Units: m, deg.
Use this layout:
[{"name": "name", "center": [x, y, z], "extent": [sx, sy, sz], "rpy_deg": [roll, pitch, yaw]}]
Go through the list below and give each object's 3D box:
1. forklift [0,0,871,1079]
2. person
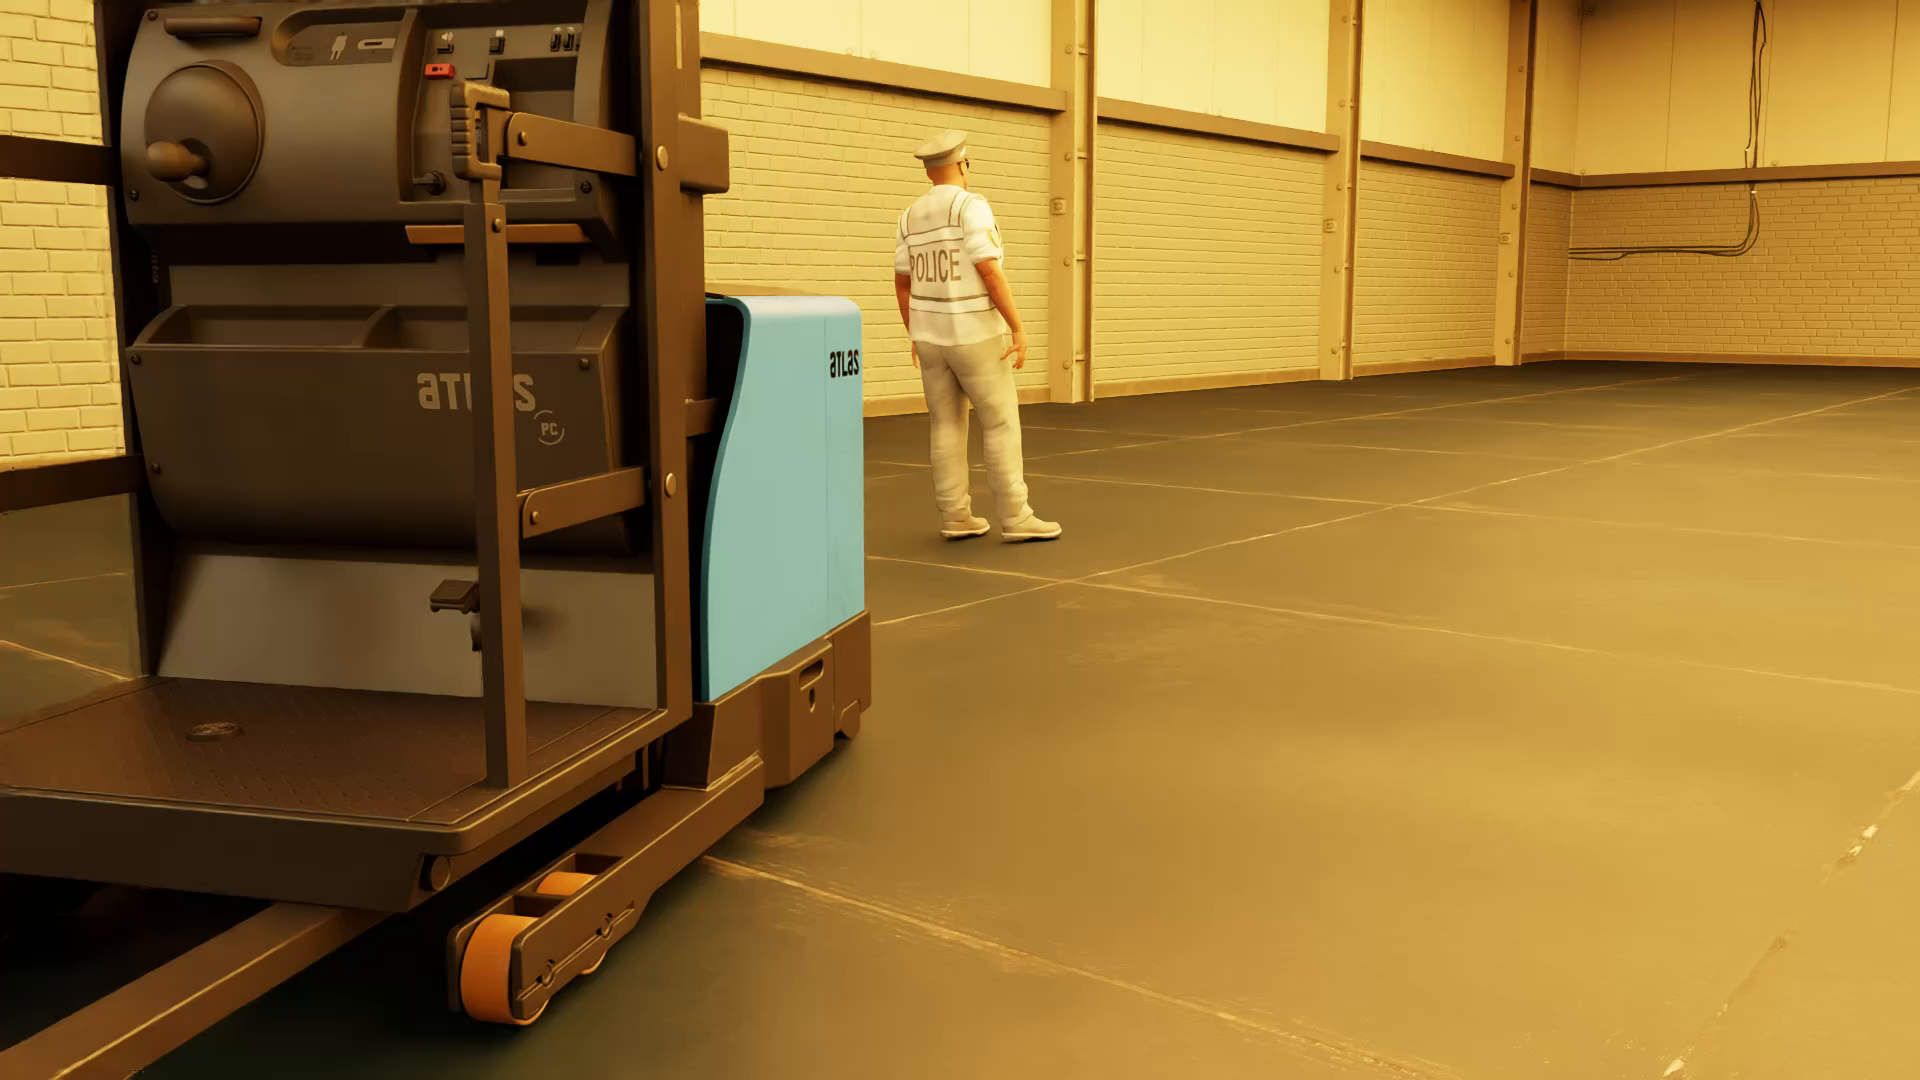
[{"name": "forklift", "center": [-1.082, -0.789, 2.673], "extent": [1.130, 2.935, 3.031], "rpy_deg": [2, 9, 14]}, {"name": "person", "center": [0.058, -0.895, 7.327], "extent": [0.640, 1.778, 0.575], "rpy_deg": [7, 11, 38]}]
